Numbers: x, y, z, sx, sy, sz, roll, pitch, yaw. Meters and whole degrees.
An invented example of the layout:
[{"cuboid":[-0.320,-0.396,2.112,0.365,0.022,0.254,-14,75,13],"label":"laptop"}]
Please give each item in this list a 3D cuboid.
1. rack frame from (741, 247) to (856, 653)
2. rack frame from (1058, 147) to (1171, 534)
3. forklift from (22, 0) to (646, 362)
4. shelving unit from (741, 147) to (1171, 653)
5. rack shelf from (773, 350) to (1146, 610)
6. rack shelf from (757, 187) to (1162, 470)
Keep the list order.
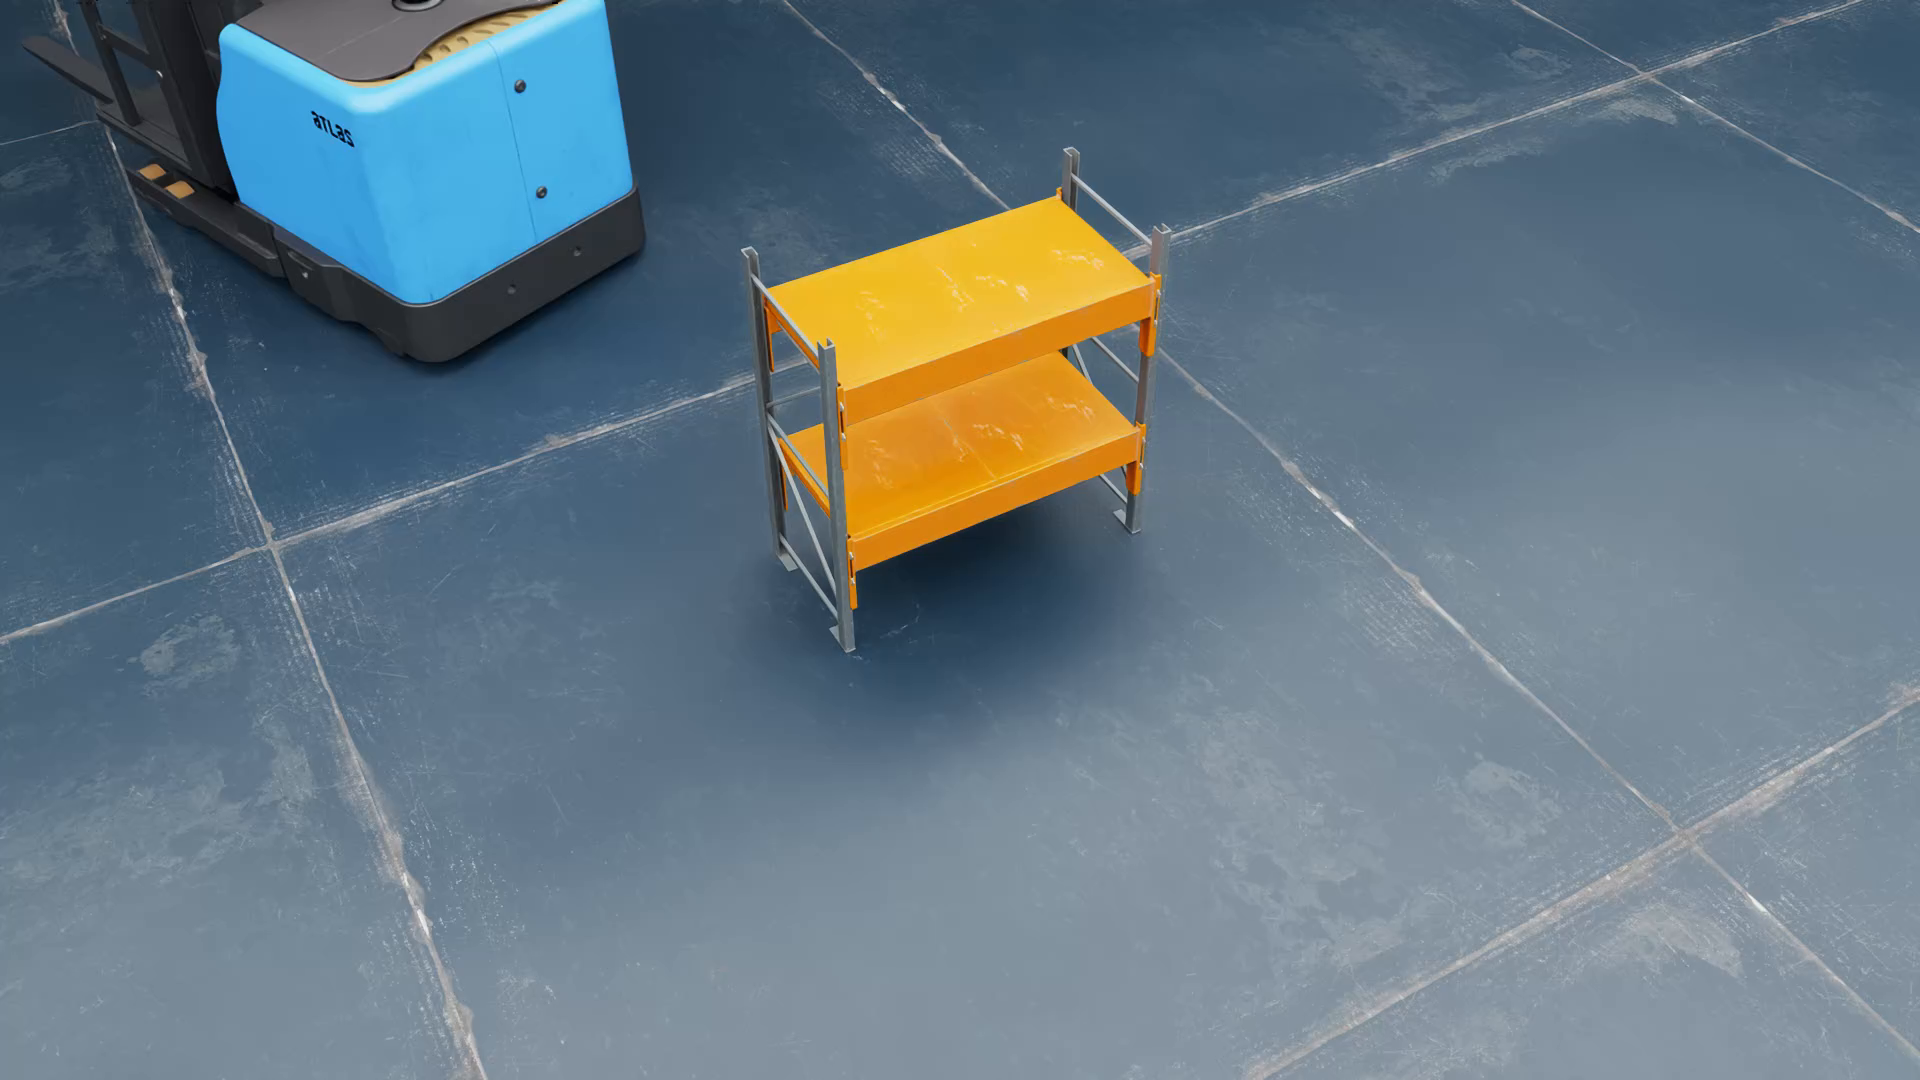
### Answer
[{"cuboid":[-0.447,-0.225,4.674,0.032,1.125,0.500,-22,48,-21],"label":"rack frame"},{"cuboid":[0.435,-0.578,5.038,0.032,1.125,0.500,-22,48,-21],"label":"rack frame"},{"cuboid":[-2.651,-2.540,5.763,3.031,2.935,1.130,30,52,27],"label":"forklift"},{"cuboid":[-0.006,-0.401,4.856,1.048,1.125,0.538,-22,48,-21],"label":"shelving unit"},{"cuboid":[-0.006,-0.226,5.026,1.000,0.278,0.538,-22,48,-21],"label":"rack shelf"},{"cuboid":[-0.006,-0.611,4.652,1.000,0.278,0.538,-22,48,-21],"label":"rack shelf"}]
